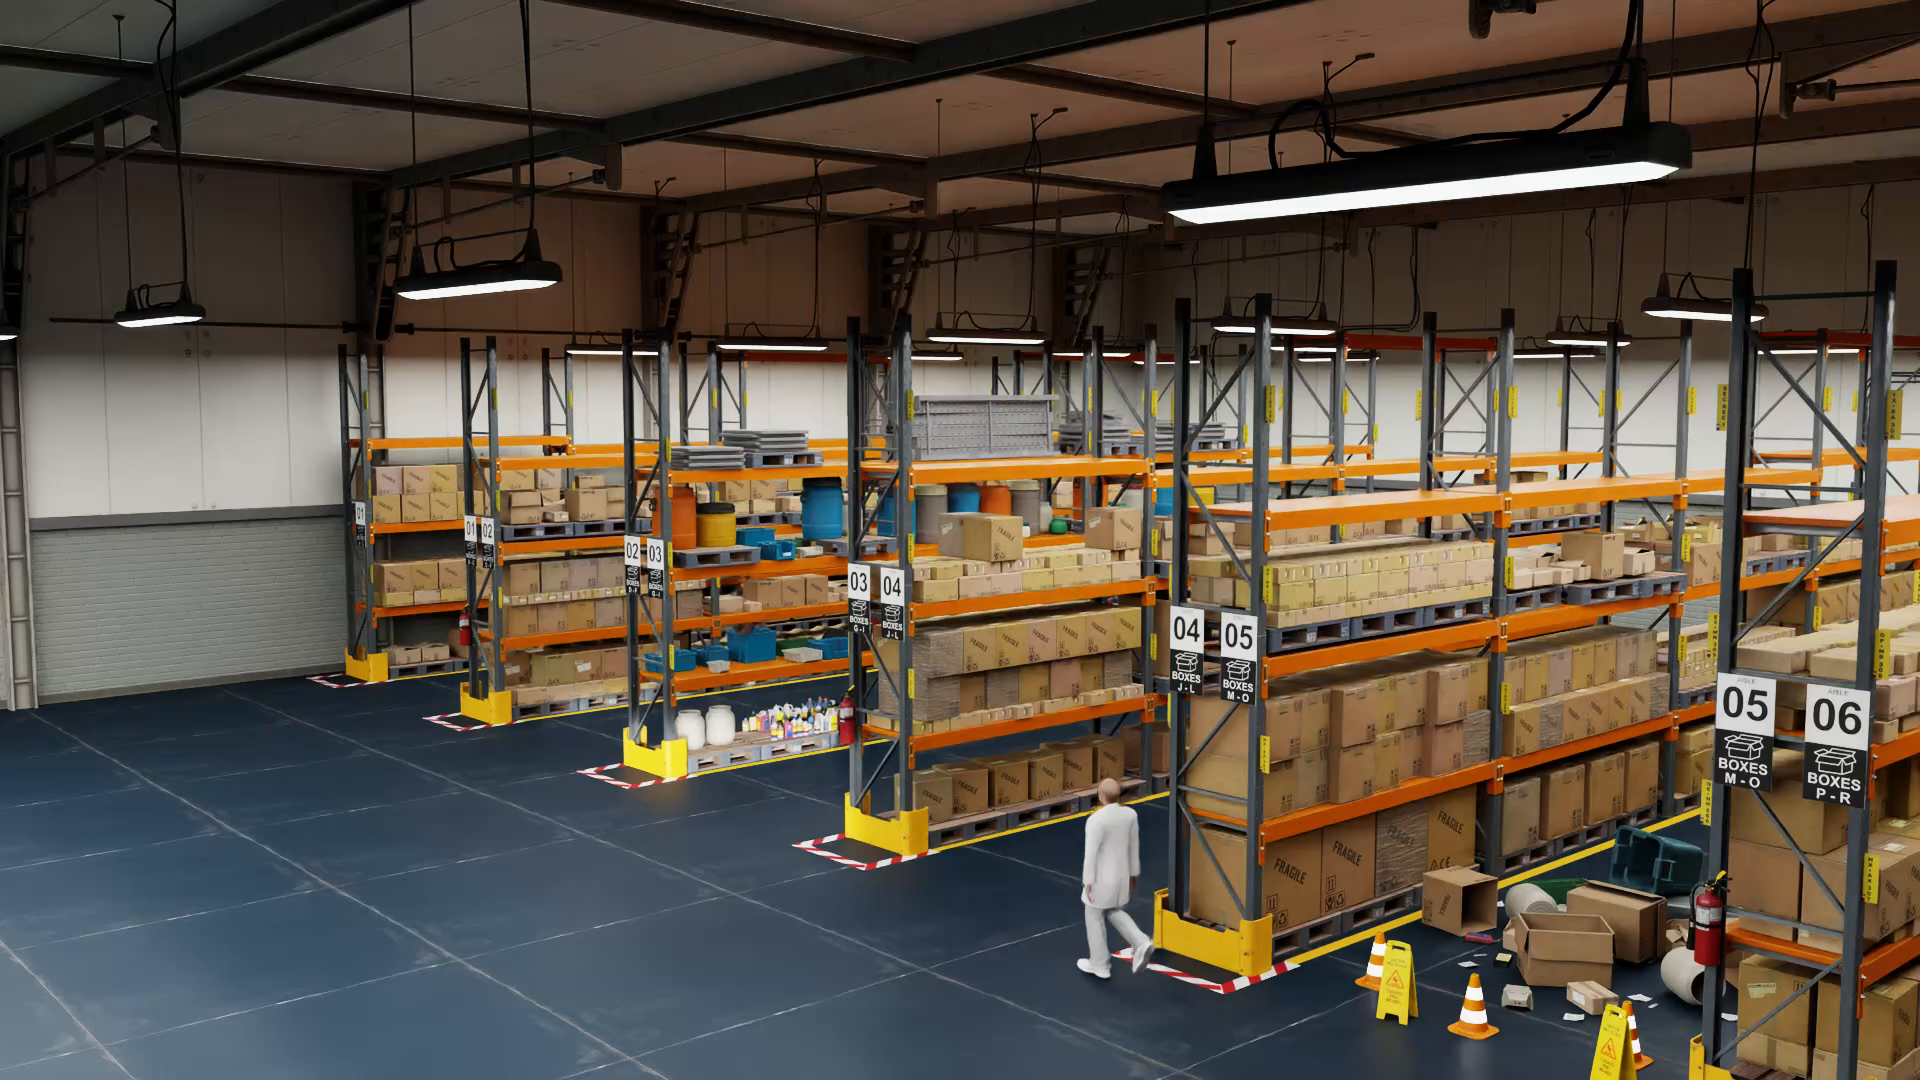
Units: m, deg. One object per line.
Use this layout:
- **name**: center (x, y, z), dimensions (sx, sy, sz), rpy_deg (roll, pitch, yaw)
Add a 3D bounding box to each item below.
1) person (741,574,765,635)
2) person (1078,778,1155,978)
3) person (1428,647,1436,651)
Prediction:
- **person**: center (-4.165, 1.372, 32.923), dimensions (0.519, 1.646, 0.480), rpy_deg (-3, 6, -28)
- **person**: center (1.342, 2.964, 14.556), dimensions (0.586, 1.765, 0.738), rpy_deg (-5, 7, -42)
- **person**: center (6.443, 2.197, 23.151), dimensions (1.034, 1.724, 0.567), rpy_deg (-4, 7, -40)
